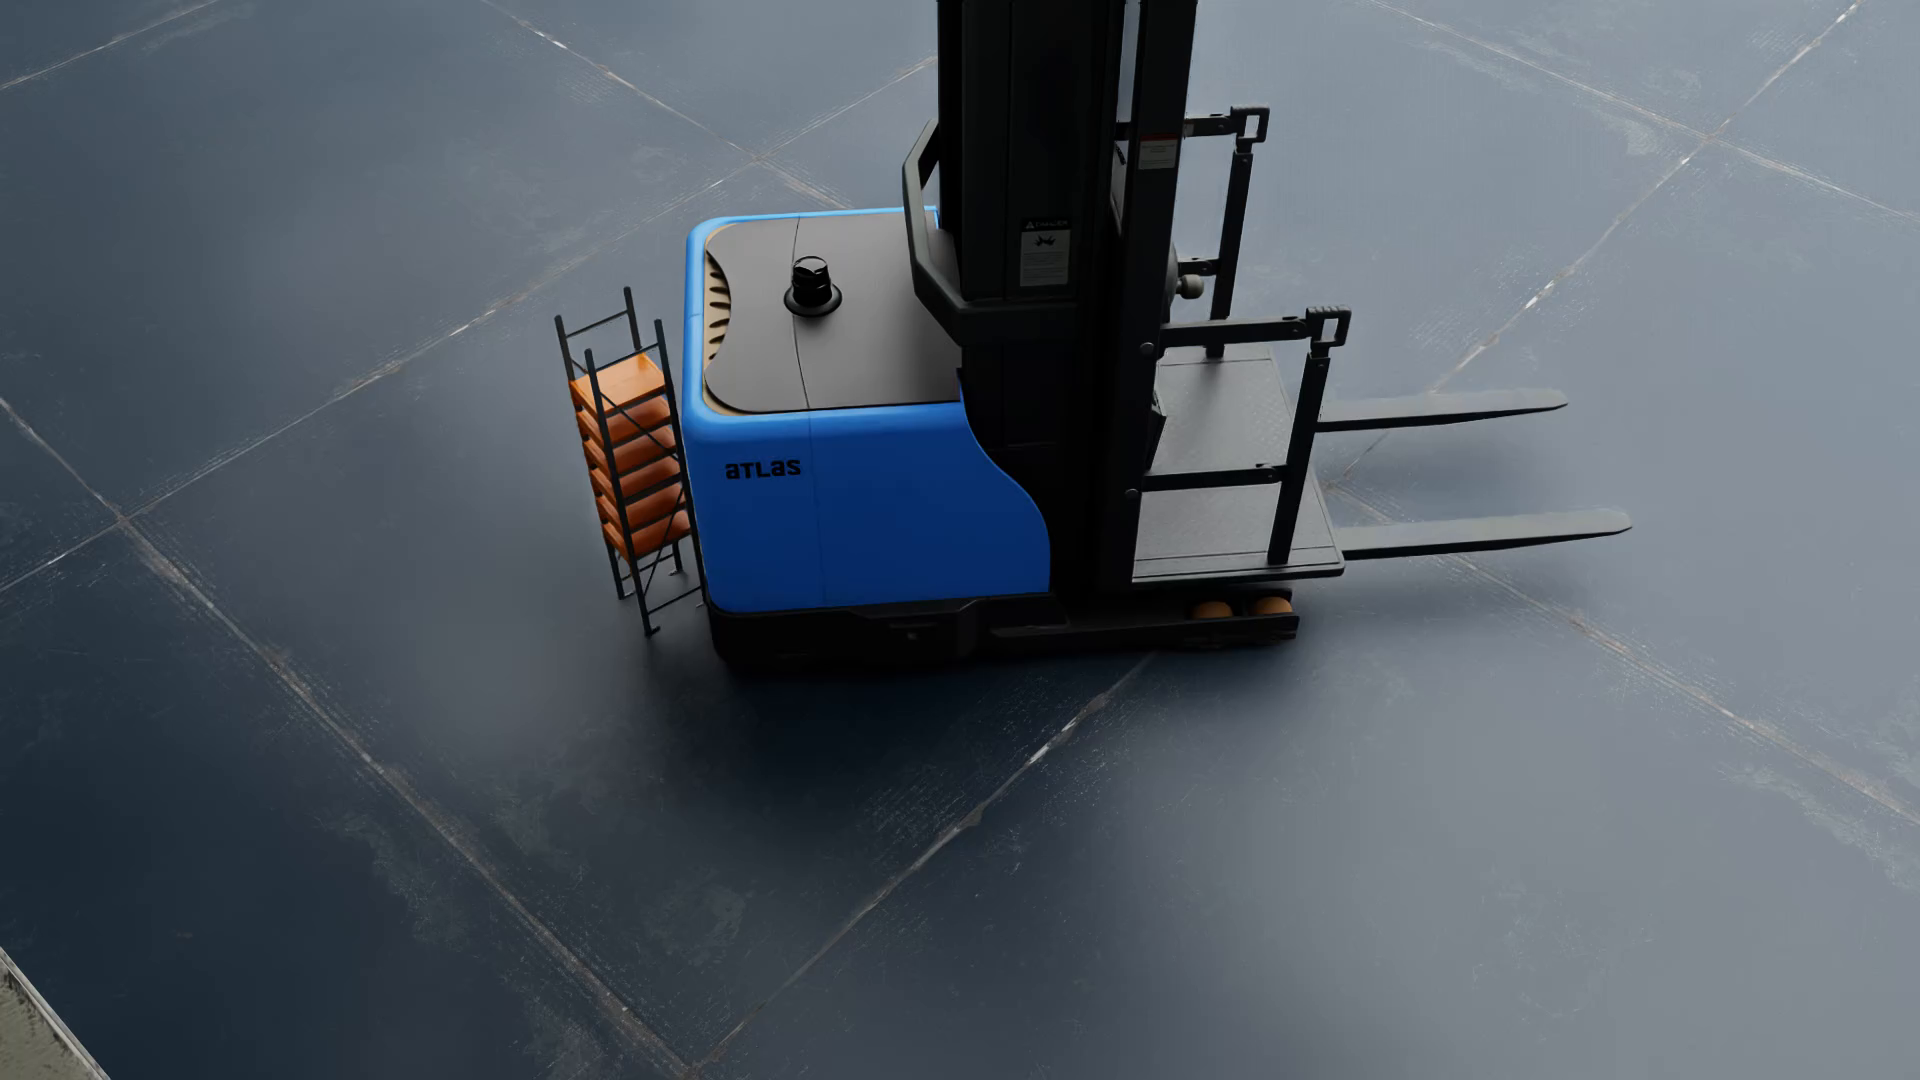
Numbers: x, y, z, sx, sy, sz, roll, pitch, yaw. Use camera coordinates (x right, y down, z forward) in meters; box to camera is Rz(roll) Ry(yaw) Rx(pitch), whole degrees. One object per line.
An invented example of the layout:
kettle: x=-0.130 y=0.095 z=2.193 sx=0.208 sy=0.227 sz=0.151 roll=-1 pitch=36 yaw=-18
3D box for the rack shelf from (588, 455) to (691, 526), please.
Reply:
rack shelf: x=-0.990 y=-0.182 z=5.148 sx=0.258 sy=0.103 sz=0.180 roll=-28 pitch=52 yaw=-24

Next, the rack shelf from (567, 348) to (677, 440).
rack shelf: x=-0.992 y=-0.430 z=4.888 sx=0.258 sy=0.103 sz=0.180 roll=-28 pitch=52 yaw=-24

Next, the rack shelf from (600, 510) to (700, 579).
rack shelf: x=-0.989 y=-0.016 z=5.322 sx=0.258 sy=0.103 sz=0.180 roll=-28 pitch=52 yaw=-24

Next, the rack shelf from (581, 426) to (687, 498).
rack shelf: x=-0.991 y=-0.265 z=5.061 sx=0.258 sy=0.103 sz=0.180 roll=-28 pitch=52 yaw=-24

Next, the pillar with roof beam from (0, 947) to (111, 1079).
pillar with roof beam: x=1.402 y=-3.337 z=2.702 sx=0.400 sy=9.000 sz=9.100 roll=34 pitch=55 yaw=28

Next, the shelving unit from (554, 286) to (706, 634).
shelving unit: x=-0.990 y=-0.212 z=5.116 sx=0.258 sy=1.200 sz=0.189 roll=-28 pitch=52 yaw=-24

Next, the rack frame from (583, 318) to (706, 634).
rack frame: x=-0.936 y=-0.159 z=5.065 sx=0.240 sy=1.200 sz=0.006 roll=-28 pitch=52 yaw=-24

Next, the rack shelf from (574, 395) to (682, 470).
rack shelf: x=-0.991 y=-0.347 z=4.974 sx=0.258 sy=0.103 sz=0.180 roll=-28 pitch=52 yaw=-24

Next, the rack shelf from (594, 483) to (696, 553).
rack shelf: x=-0.989 y=-0.099 z=5.235 sx=0.258 sy=0.103 sz=0.180 roll=-28 pitch=52 yaw=-24

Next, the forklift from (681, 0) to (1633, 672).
forklift: x=0.679 y=-1.032 z=4.699 sx=3.031 sy=2.935 sz=1.130 roll=-4 pitch=47 yaw=-4

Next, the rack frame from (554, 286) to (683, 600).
rack frame: x=-1.044 y=-0.266 z=5.167 sx=0.240 sy=1.200 sz=0.006 roll=-28 pitch=52 yaw=-24
